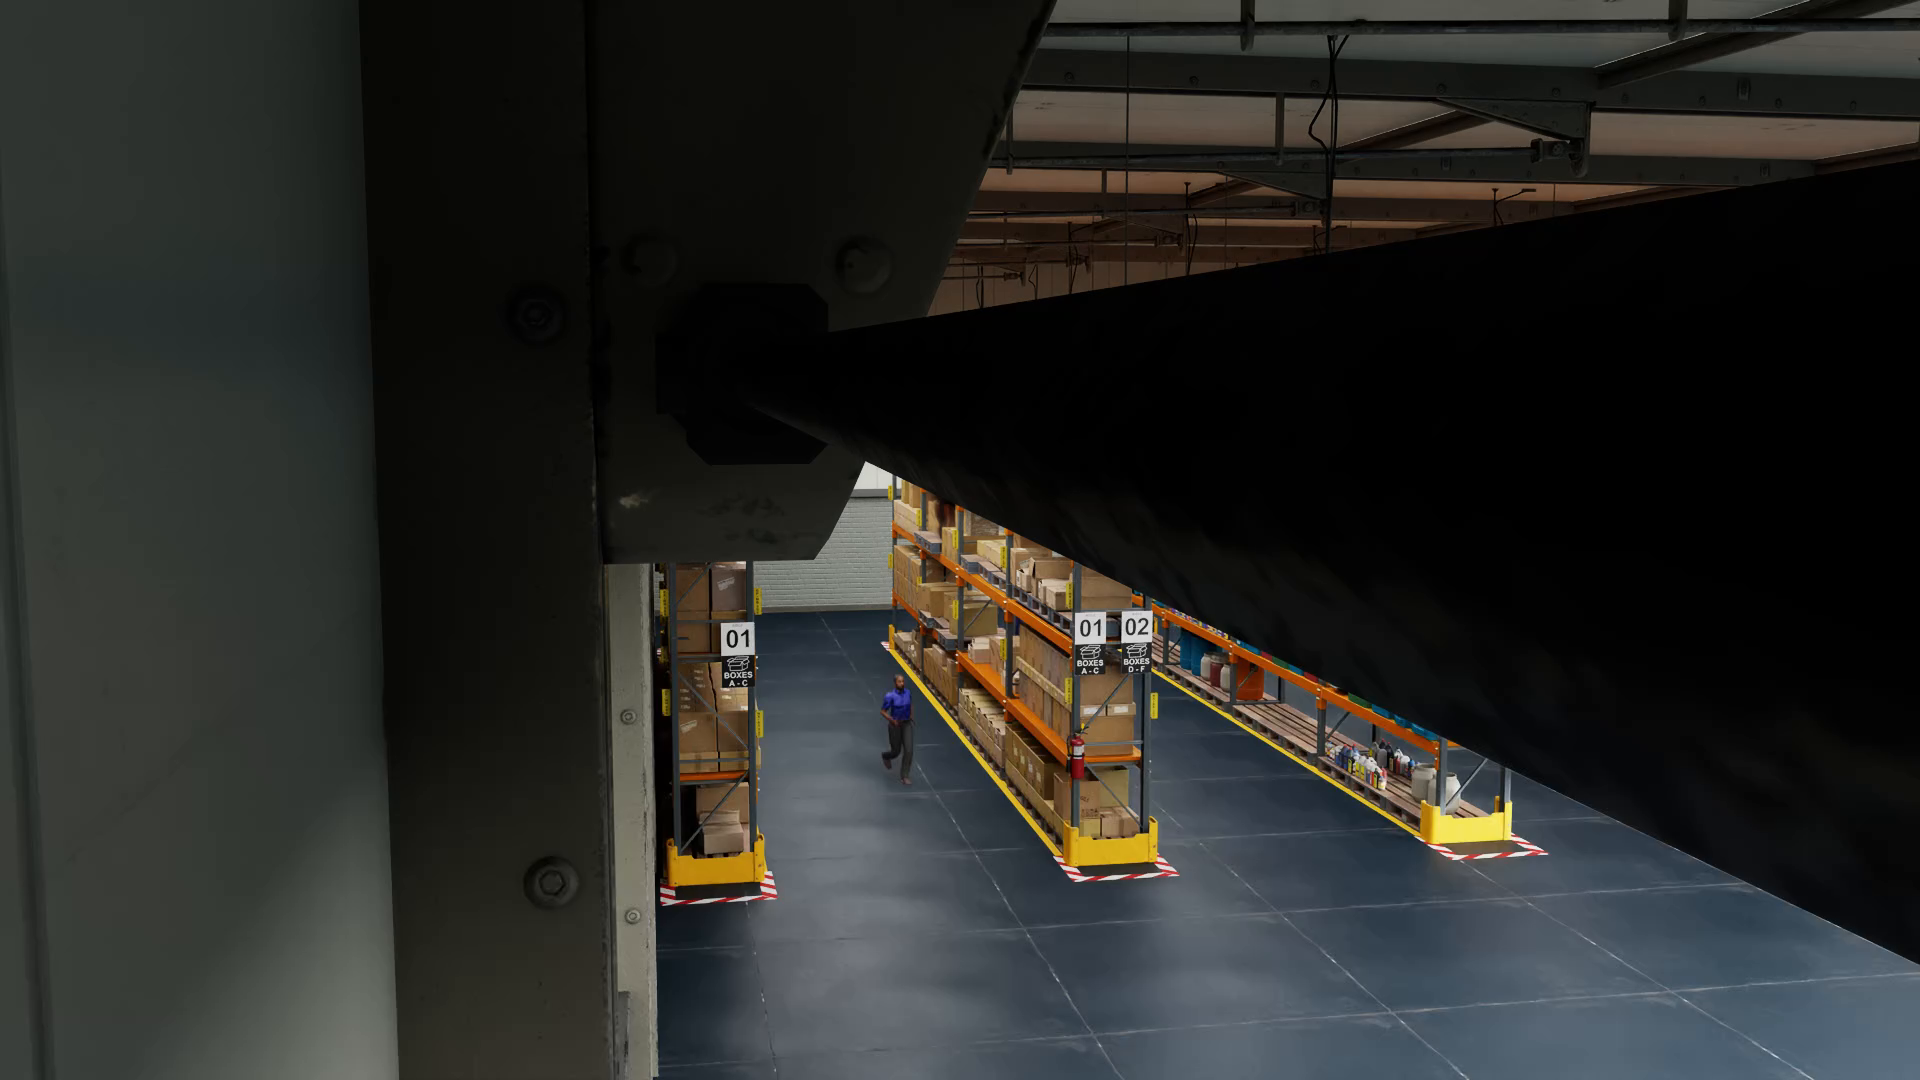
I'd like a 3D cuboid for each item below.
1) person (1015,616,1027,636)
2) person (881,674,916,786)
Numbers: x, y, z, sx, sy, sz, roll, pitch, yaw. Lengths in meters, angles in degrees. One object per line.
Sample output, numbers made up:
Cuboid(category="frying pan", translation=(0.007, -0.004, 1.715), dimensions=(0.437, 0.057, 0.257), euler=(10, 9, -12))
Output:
Cuboid(category="person", translation=(1.239, 1.723, 35.299), dimensions=(0.608, 1.704, 0.717), euler=(-2, 7, -20))
Cuboid(category="person", translation=(-0.918, 2.830, 25.056), dimensions=(0.578, 1.649, 0.791), euler=(-3, 7, -27))
